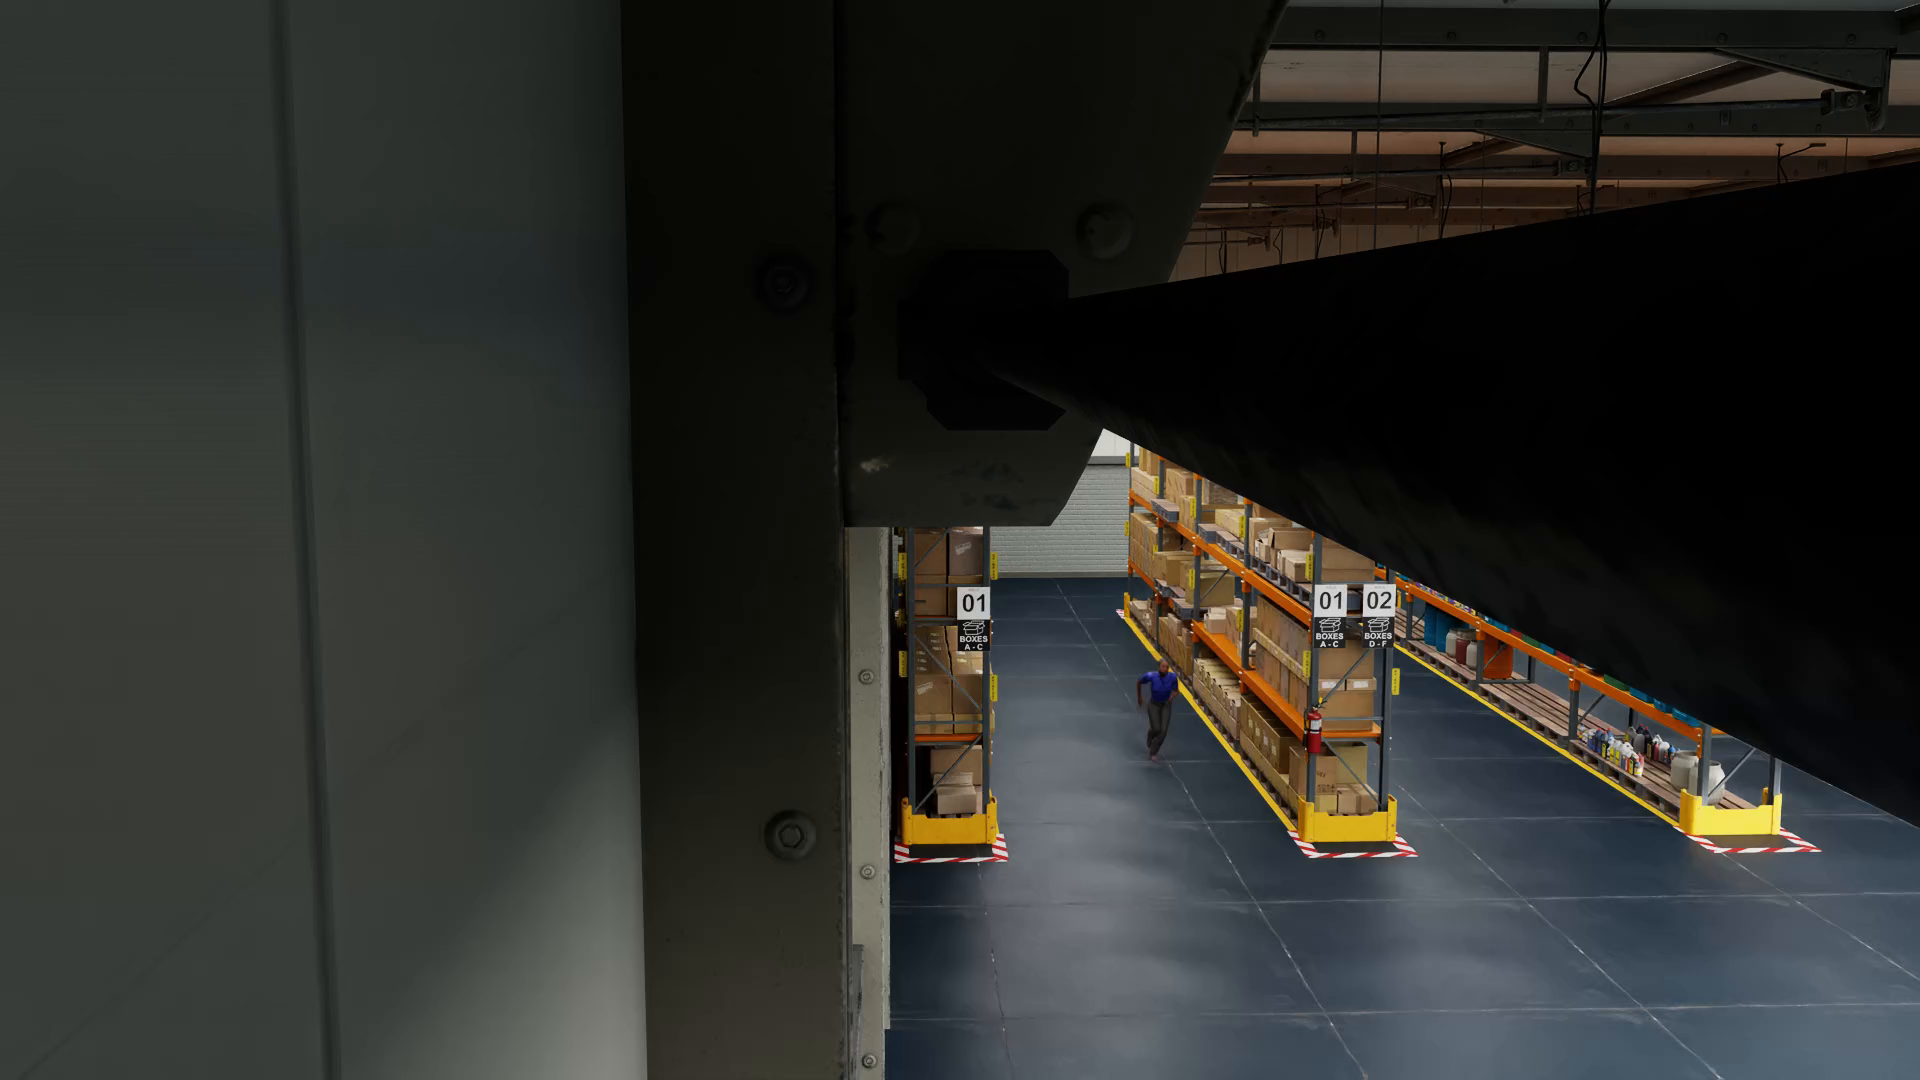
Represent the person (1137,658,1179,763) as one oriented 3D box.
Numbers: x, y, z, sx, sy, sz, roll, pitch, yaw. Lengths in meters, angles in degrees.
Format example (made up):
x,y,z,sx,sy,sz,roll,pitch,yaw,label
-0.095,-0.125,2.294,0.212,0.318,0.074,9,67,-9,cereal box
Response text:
x,y,z,sx,sy,sz,roll,pitch,yaw,label
2.898,2.474,24.176,0.562,1.581,0.673,-1,7,-11,person
